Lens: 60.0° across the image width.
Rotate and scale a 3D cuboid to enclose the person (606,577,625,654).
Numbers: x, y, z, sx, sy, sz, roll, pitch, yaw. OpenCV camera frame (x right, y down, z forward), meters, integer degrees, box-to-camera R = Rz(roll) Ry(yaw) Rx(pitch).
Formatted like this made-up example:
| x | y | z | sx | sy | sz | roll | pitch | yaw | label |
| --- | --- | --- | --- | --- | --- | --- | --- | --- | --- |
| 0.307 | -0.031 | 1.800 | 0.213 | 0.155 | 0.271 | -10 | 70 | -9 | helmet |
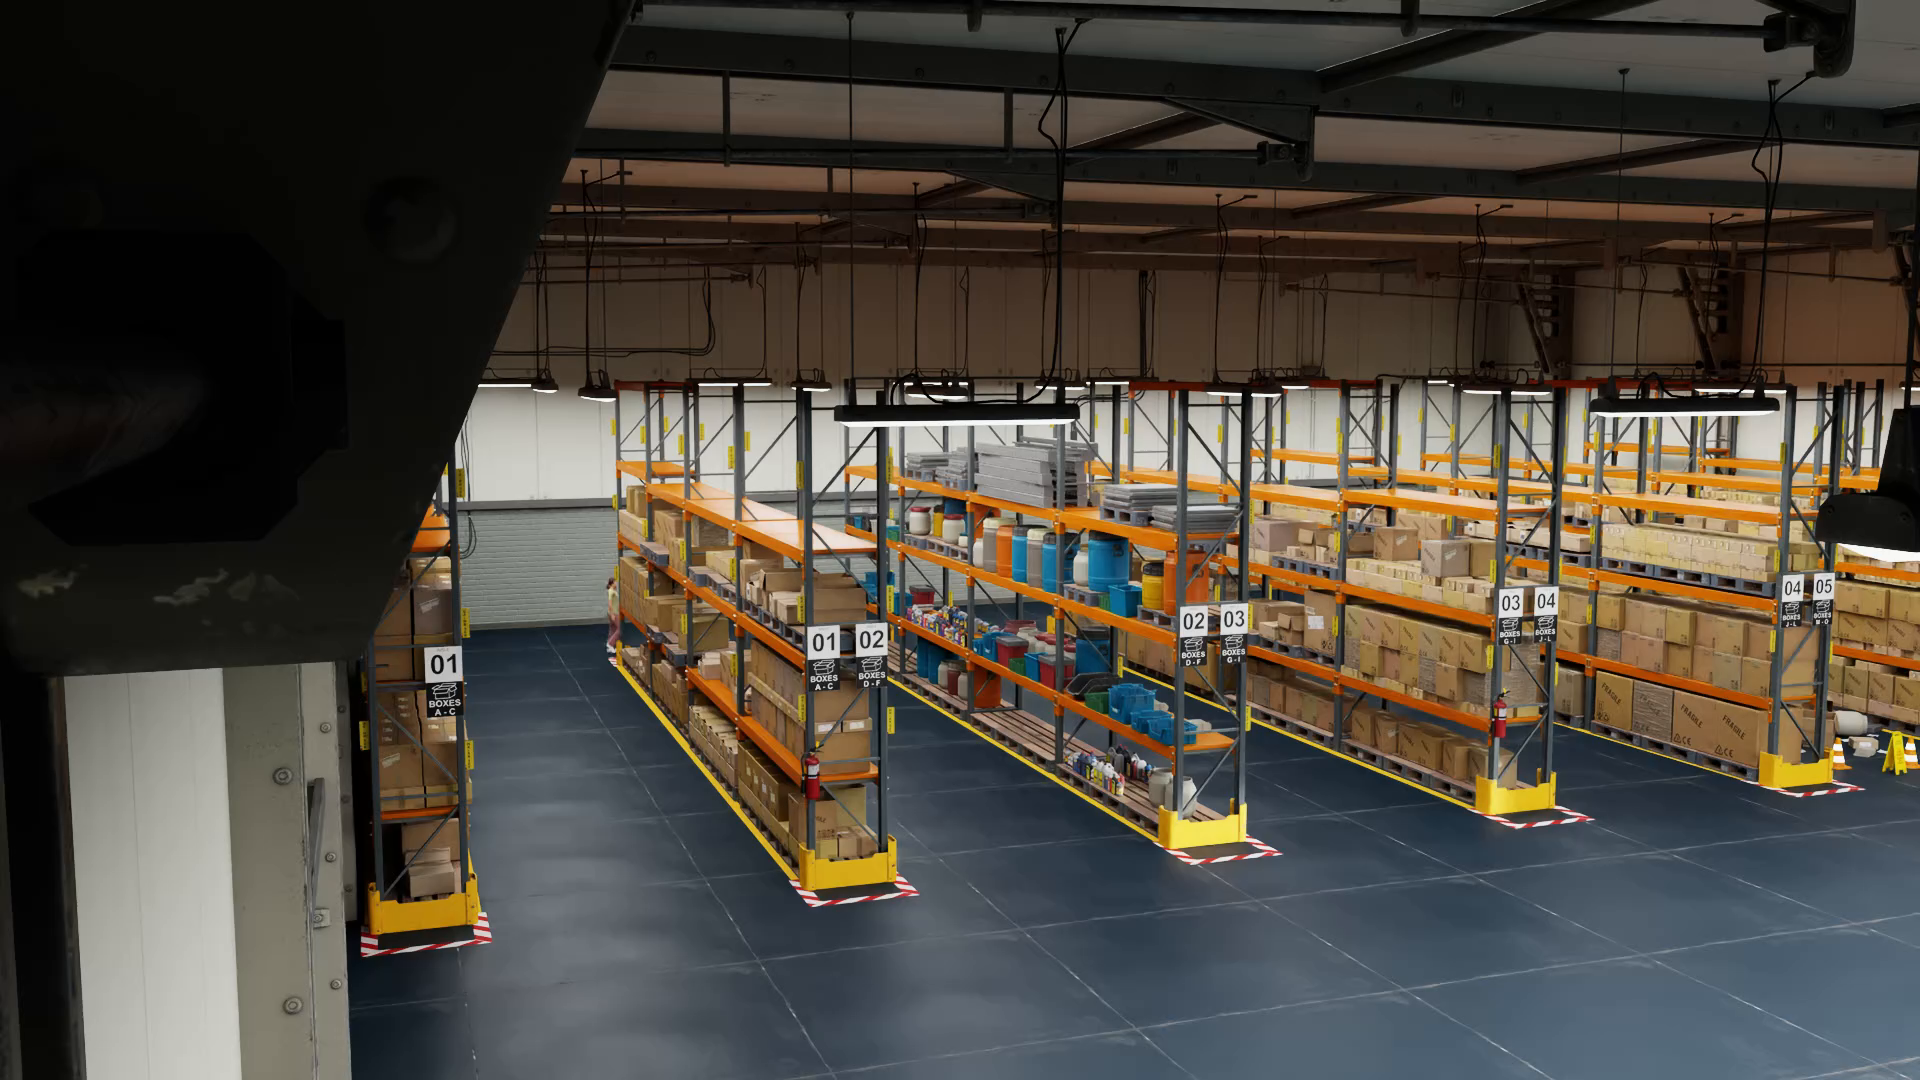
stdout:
| x | y | z | sx | sy | sz | roll | pitch | yaw | label |
| --- | --- | --- | --- | --- | --- | --- | --- | --- | --- |
| -7.561 | 1.646 | 36.429 | 0.420 | 1.651 | 0.474 | -2 | 6 | -16 | person |
